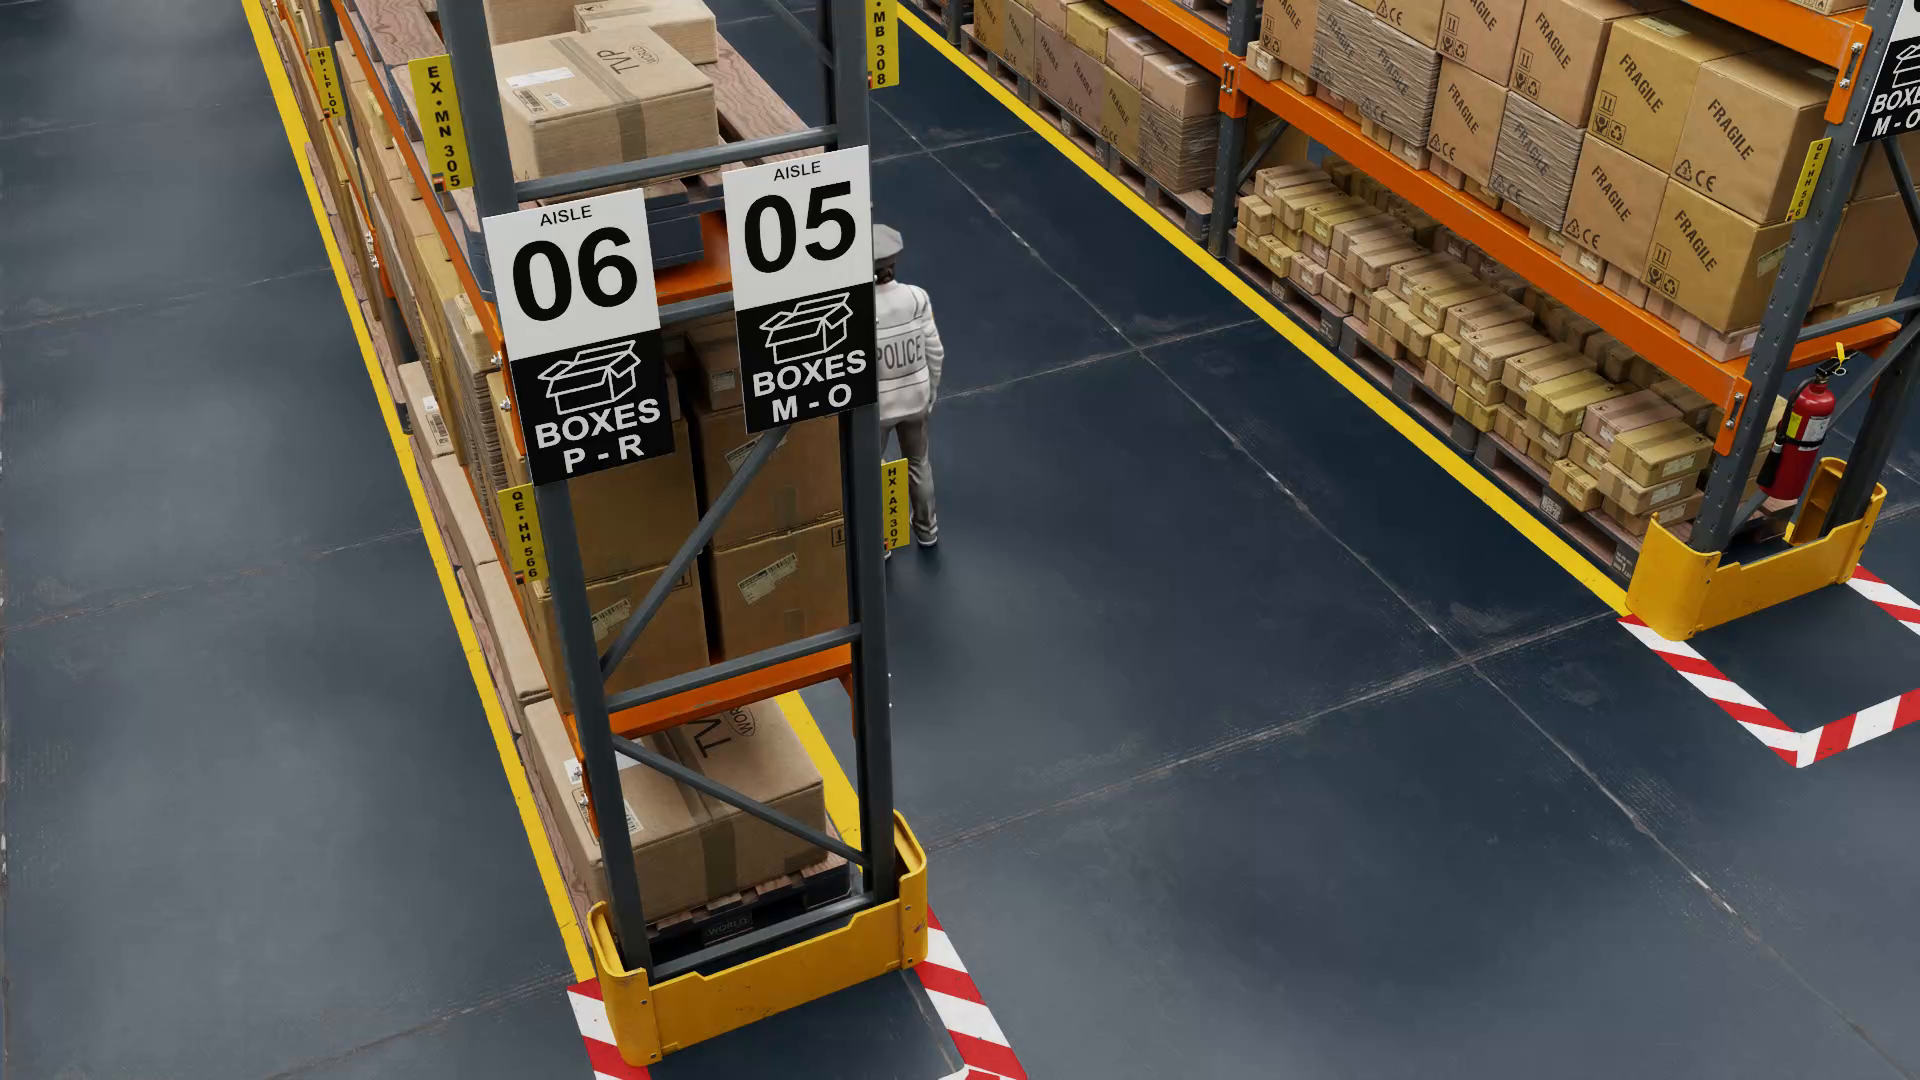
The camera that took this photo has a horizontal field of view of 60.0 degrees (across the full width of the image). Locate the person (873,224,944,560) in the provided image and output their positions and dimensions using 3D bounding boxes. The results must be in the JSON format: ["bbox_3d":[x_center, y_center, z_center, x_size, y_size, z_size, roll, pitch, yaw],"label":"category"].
[{"bbox_3d":[-0.332,-0.640,7.686,0.529,1.664,0.375,-16,40,-20],"label":"person"}]
